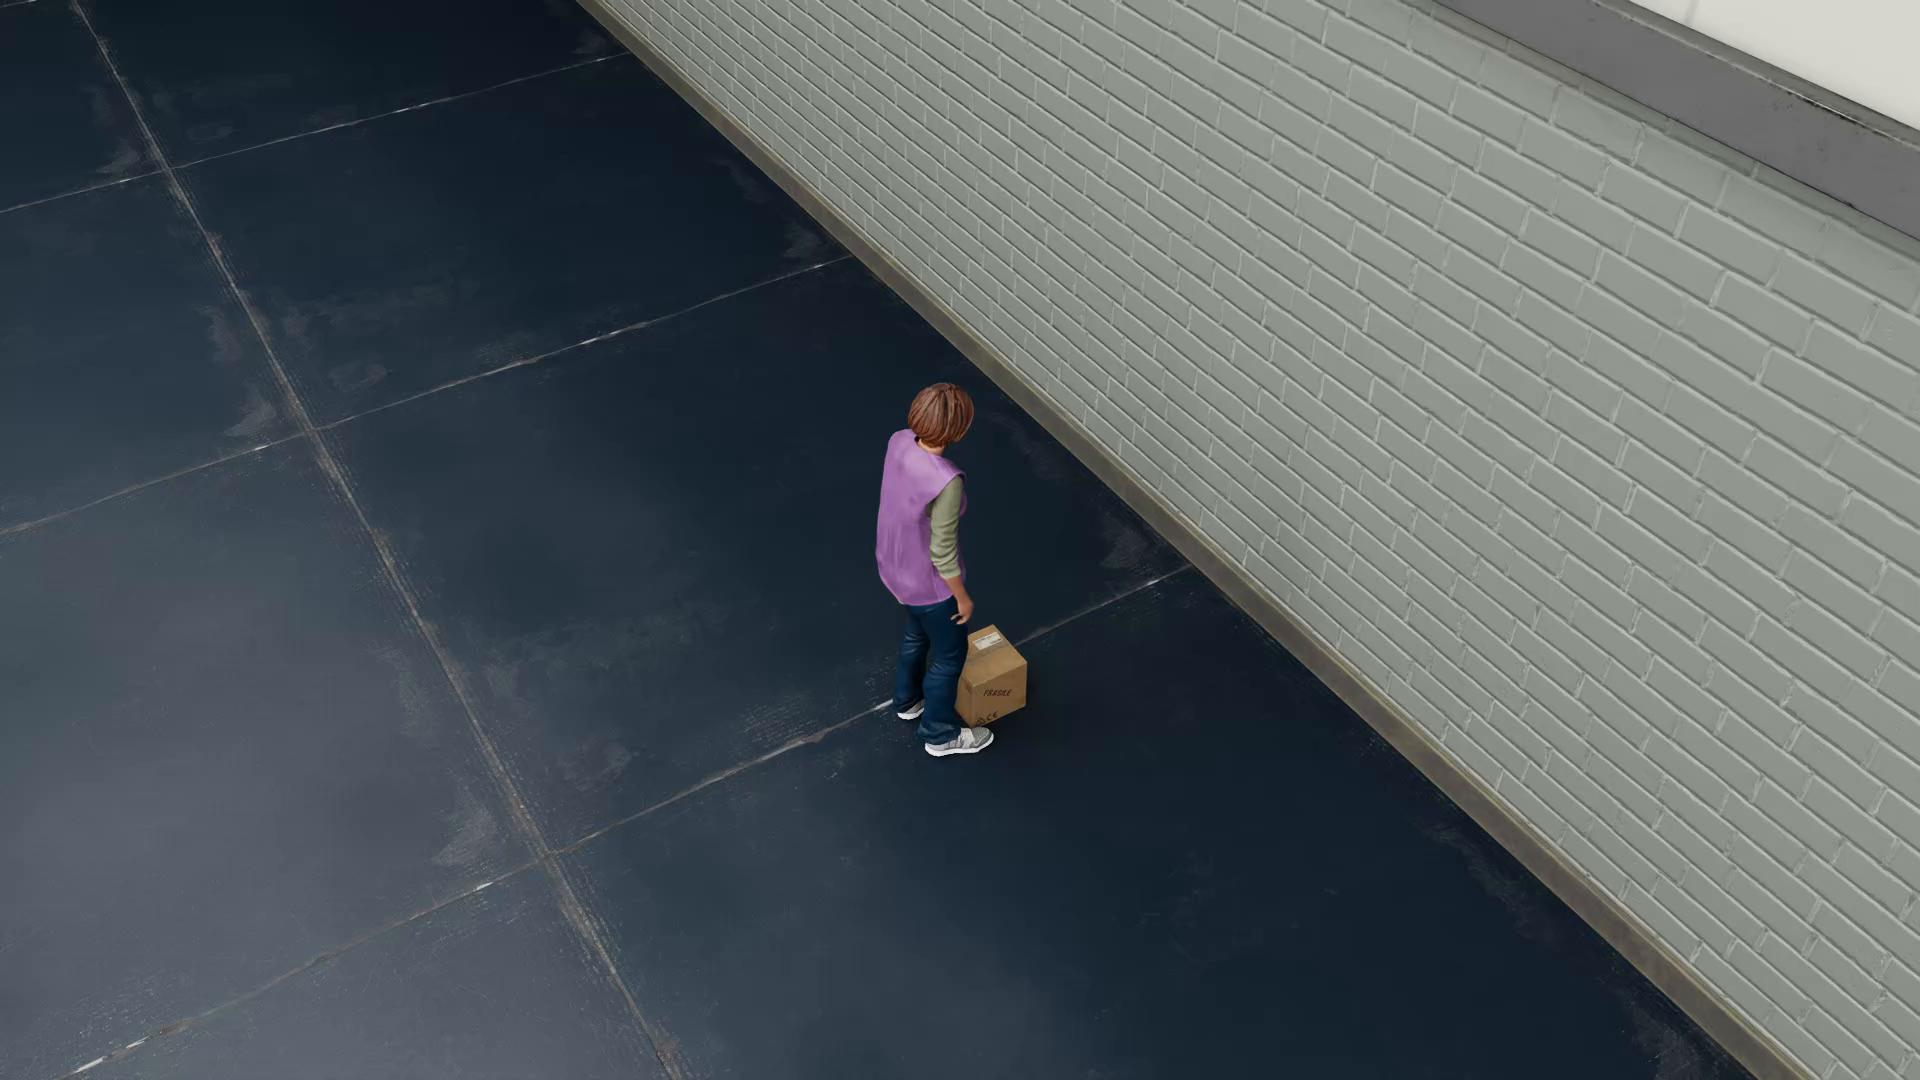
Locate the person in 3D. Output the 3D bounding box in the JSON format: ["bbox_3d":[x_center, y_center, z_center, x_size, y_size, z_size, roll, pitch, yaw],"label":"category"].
[{"bbox_3d":[-0.112,0.120,6.031,0.344,1.592,0.460,-20,45,-21],"label":"person"}]
